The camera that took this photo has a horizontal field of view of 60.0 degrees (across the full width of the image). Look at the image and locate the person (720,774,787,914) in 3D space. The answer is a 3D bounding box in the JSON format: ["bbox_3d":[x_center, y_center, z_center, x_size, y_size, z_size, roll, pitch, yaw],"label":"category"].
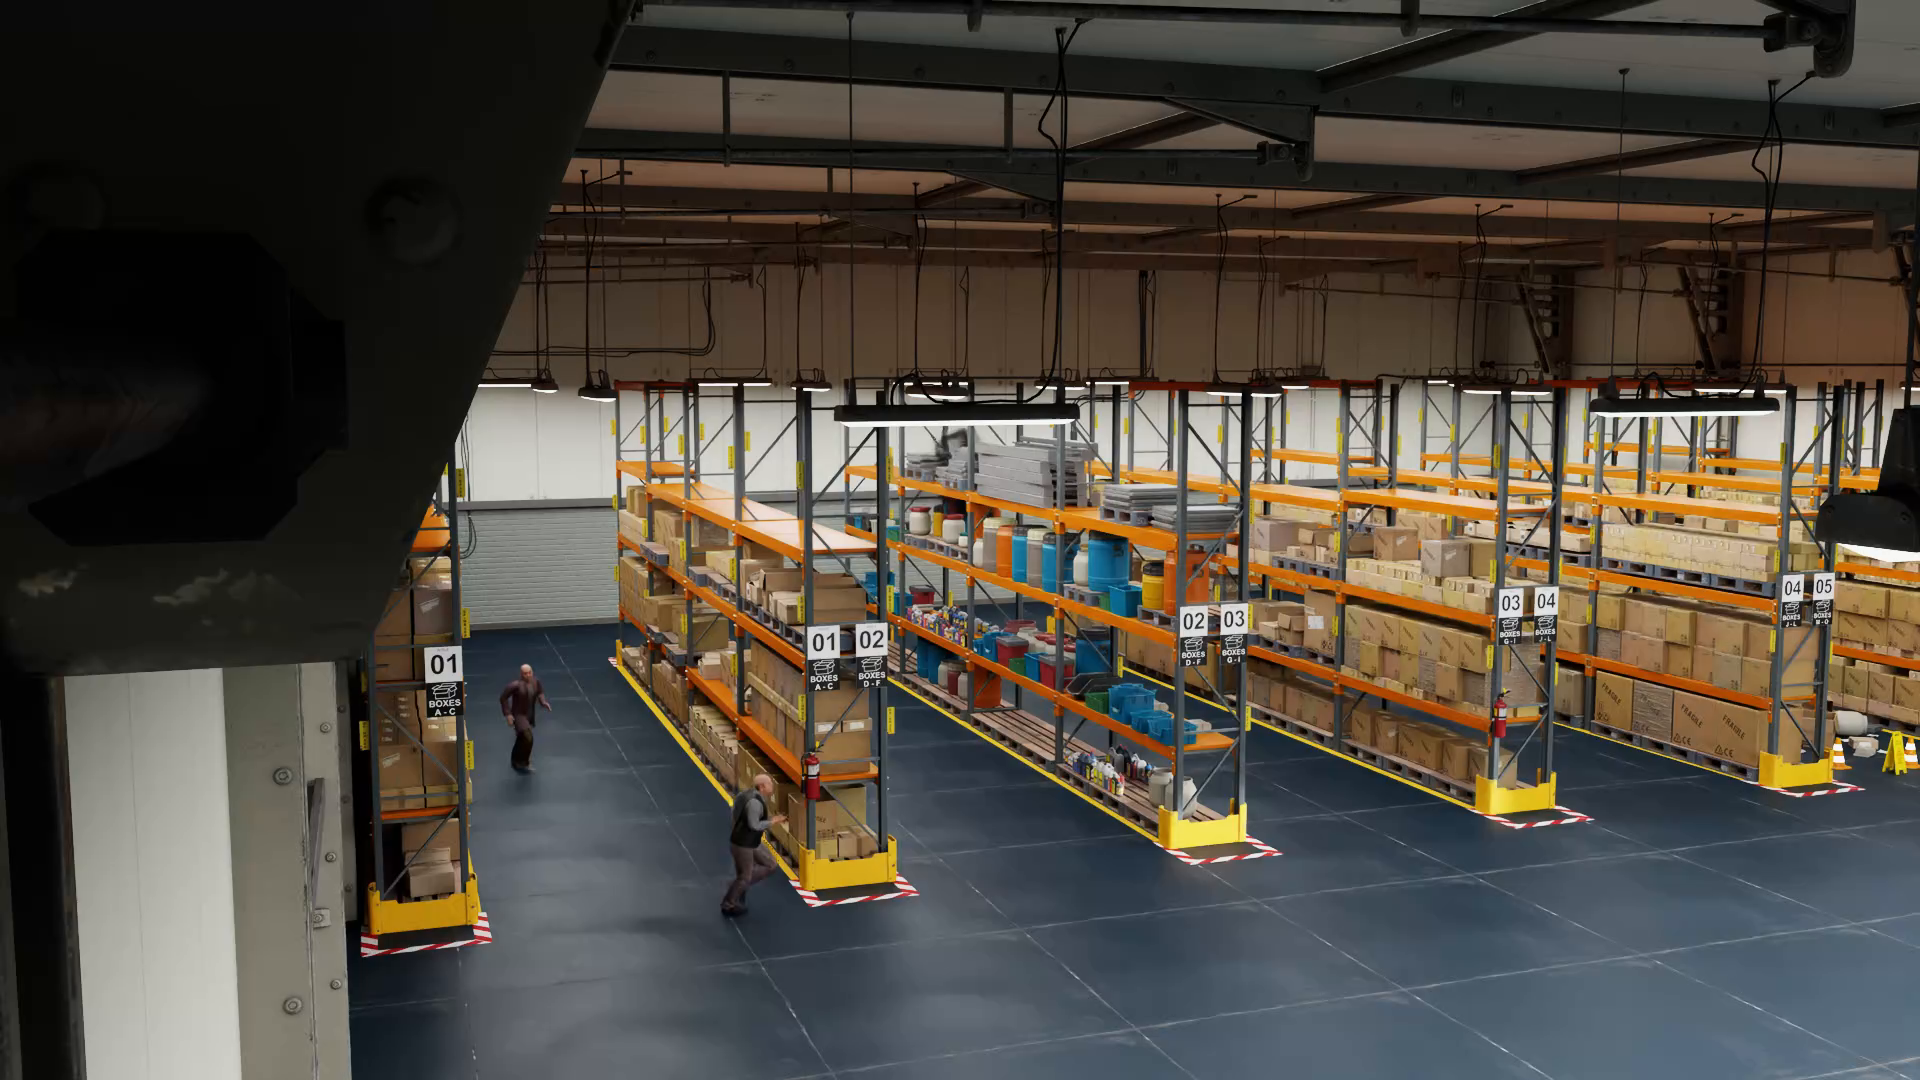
[{"bbox_3d":[-2.369,3.486,19.083,0.795,1.641,0.635,0,6,3],"label":"person"}]

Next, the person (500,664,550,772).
[{"bbox_3d":[-6.772,2.775,25.941,0.898,1.741,0.714,3,7,23],"label":"person"}]
